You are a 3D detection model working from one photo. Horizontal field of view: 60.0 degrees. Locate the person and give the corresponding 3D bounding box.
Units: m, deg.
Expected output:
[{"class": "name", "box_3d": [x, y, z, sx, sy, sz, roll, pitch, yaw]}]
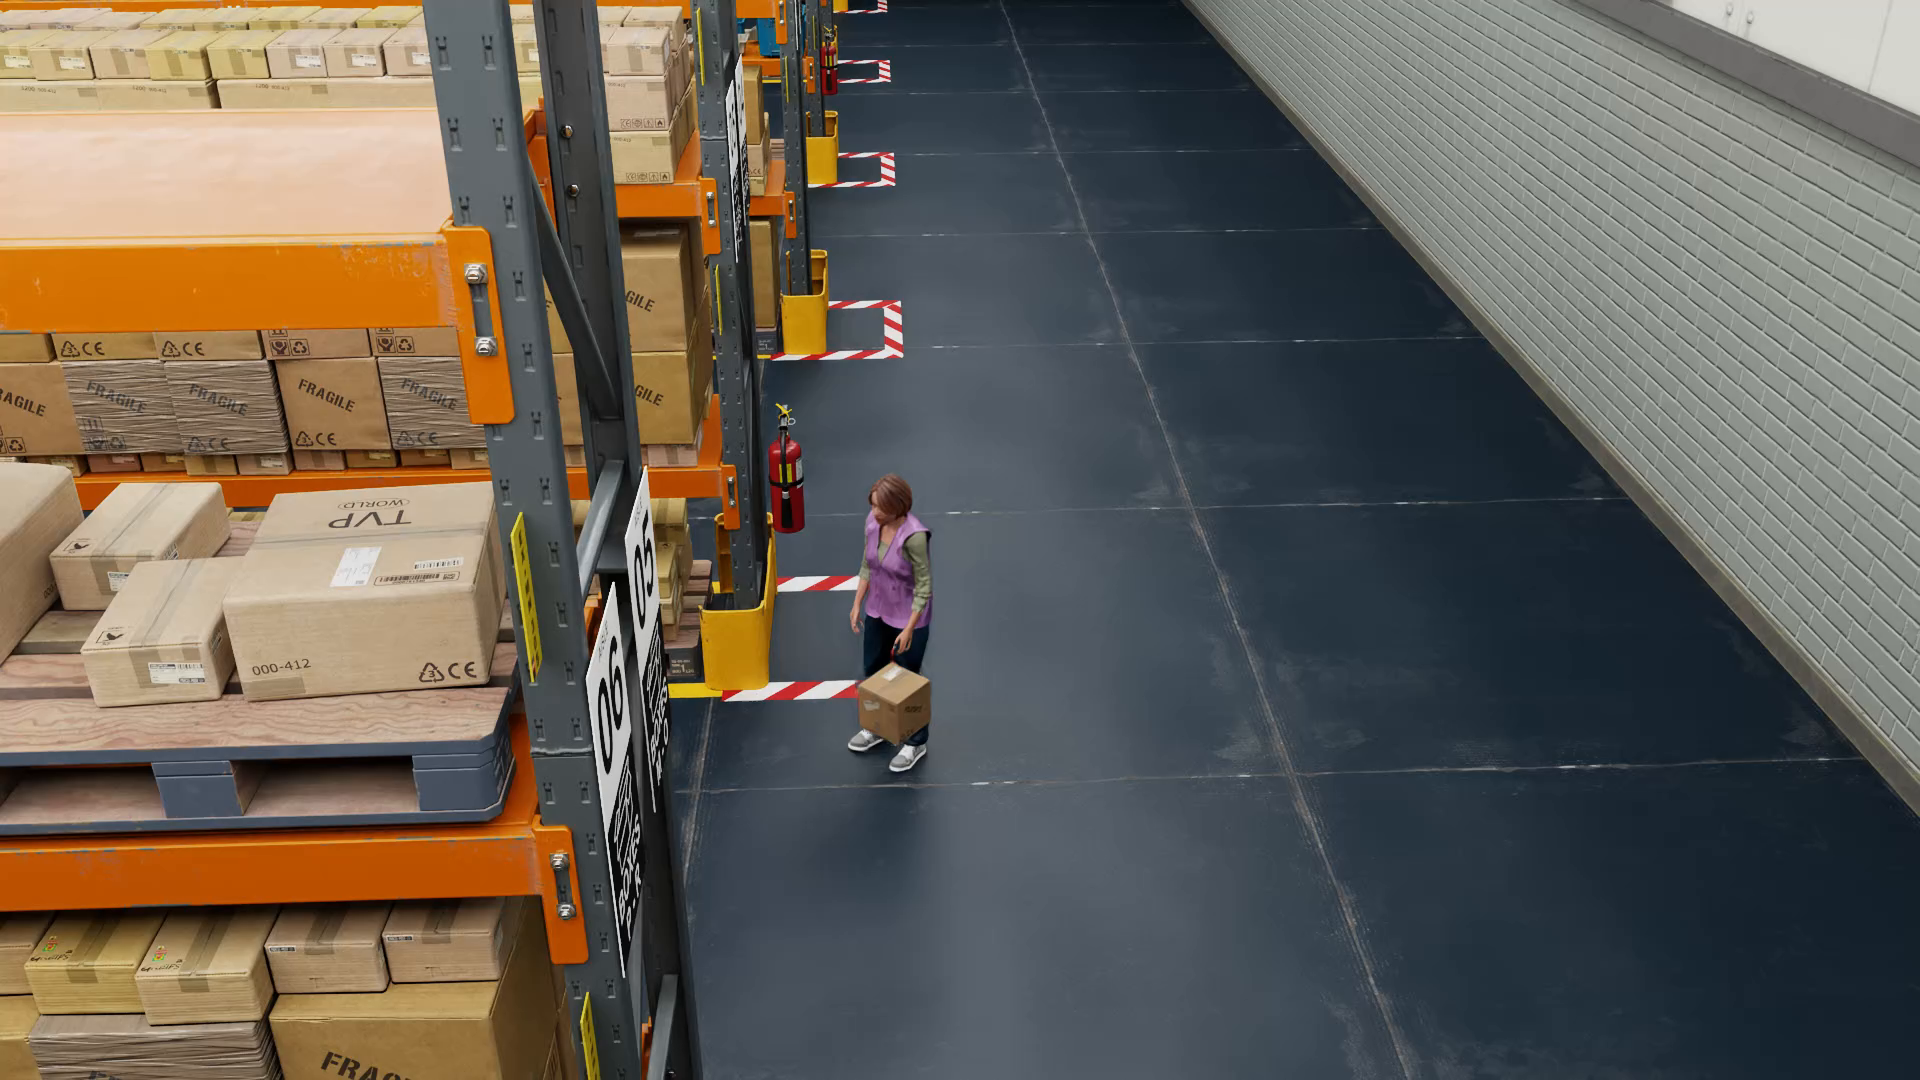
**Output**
[{"class": "person", "box_3d": [-0.320, 0.389, 8.229, 0.450, 1.599, 0.336, 23, 35, 36]}]
